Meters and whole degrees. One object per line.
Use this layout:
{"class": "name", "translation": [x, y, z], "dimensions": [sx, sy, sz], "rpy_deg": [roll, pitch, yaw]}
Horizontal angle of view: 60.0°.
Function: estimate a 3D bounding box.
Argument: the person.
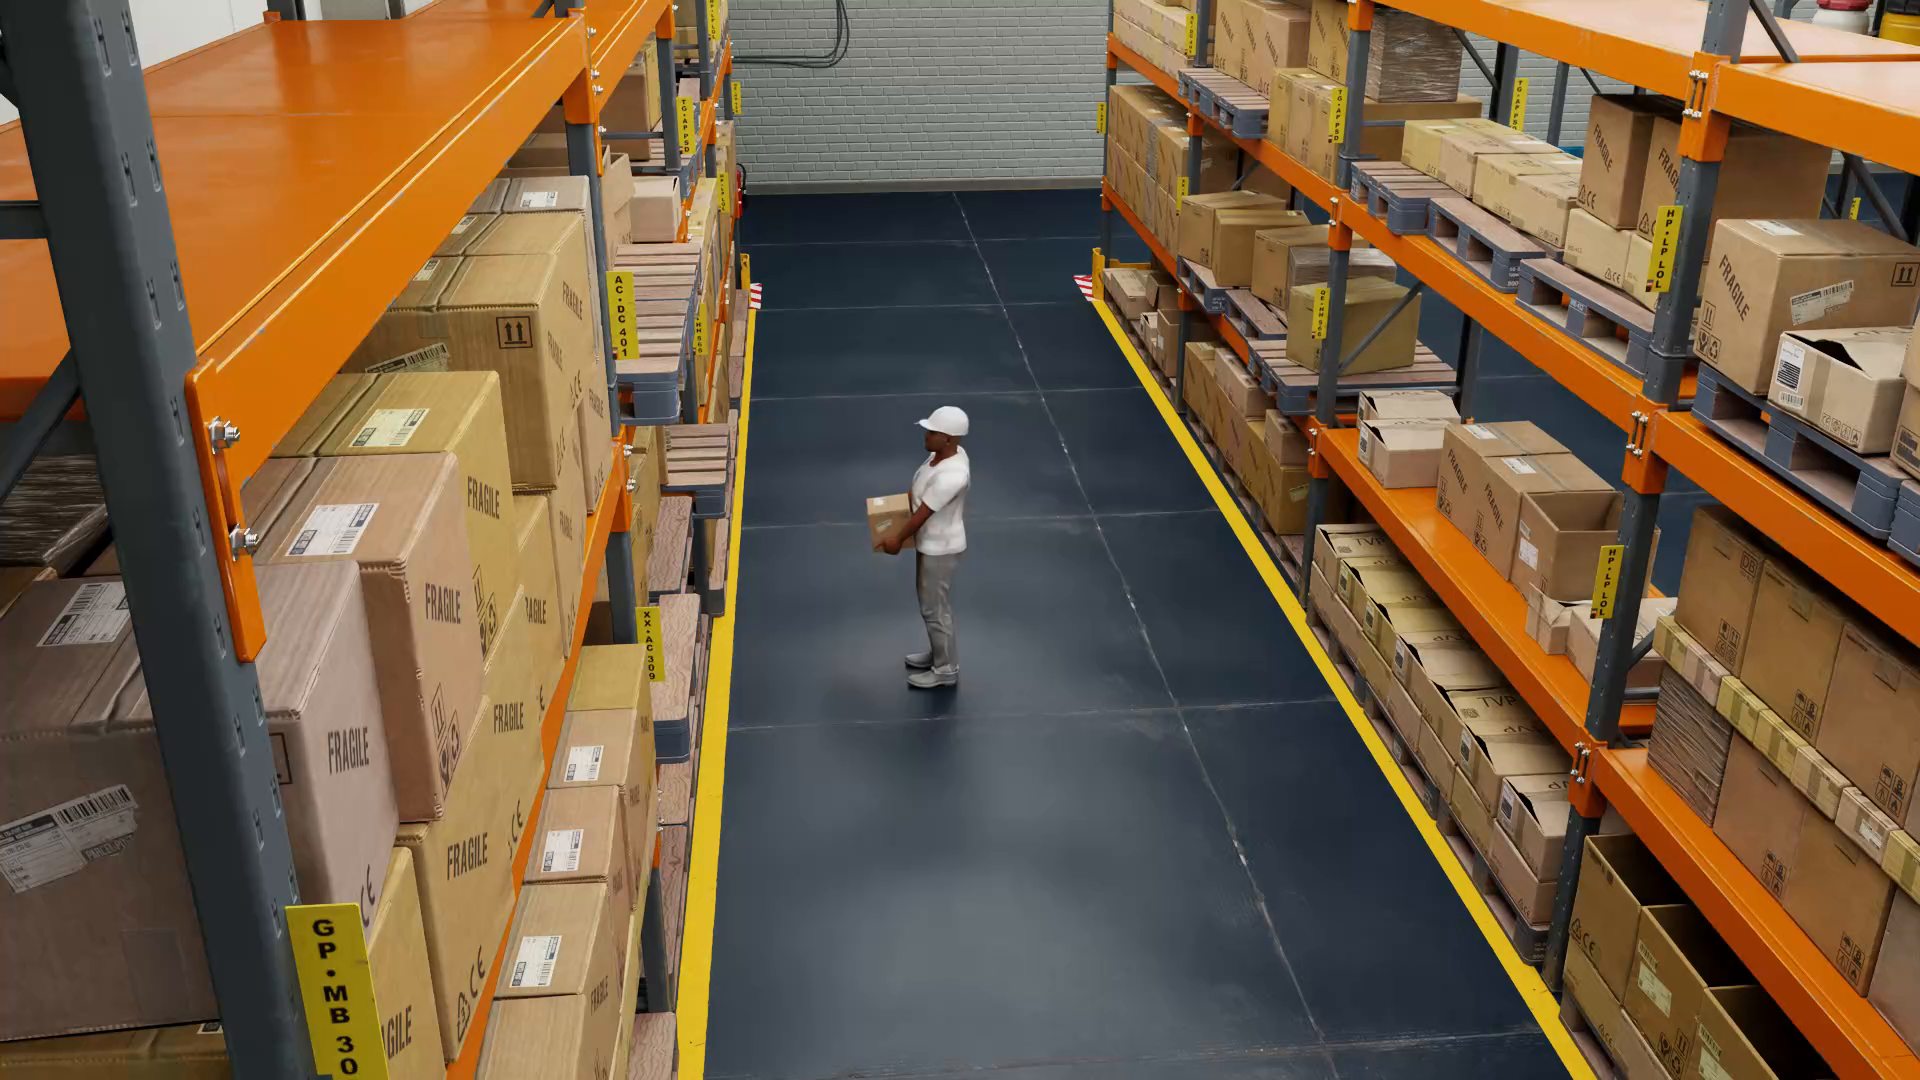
{"class": "person", "translation": [-0.227, 0.037, 9.993], "dimensions": [0.577, 1.760, 0.503], "rpy_deg": [-2, 24, -4]}
